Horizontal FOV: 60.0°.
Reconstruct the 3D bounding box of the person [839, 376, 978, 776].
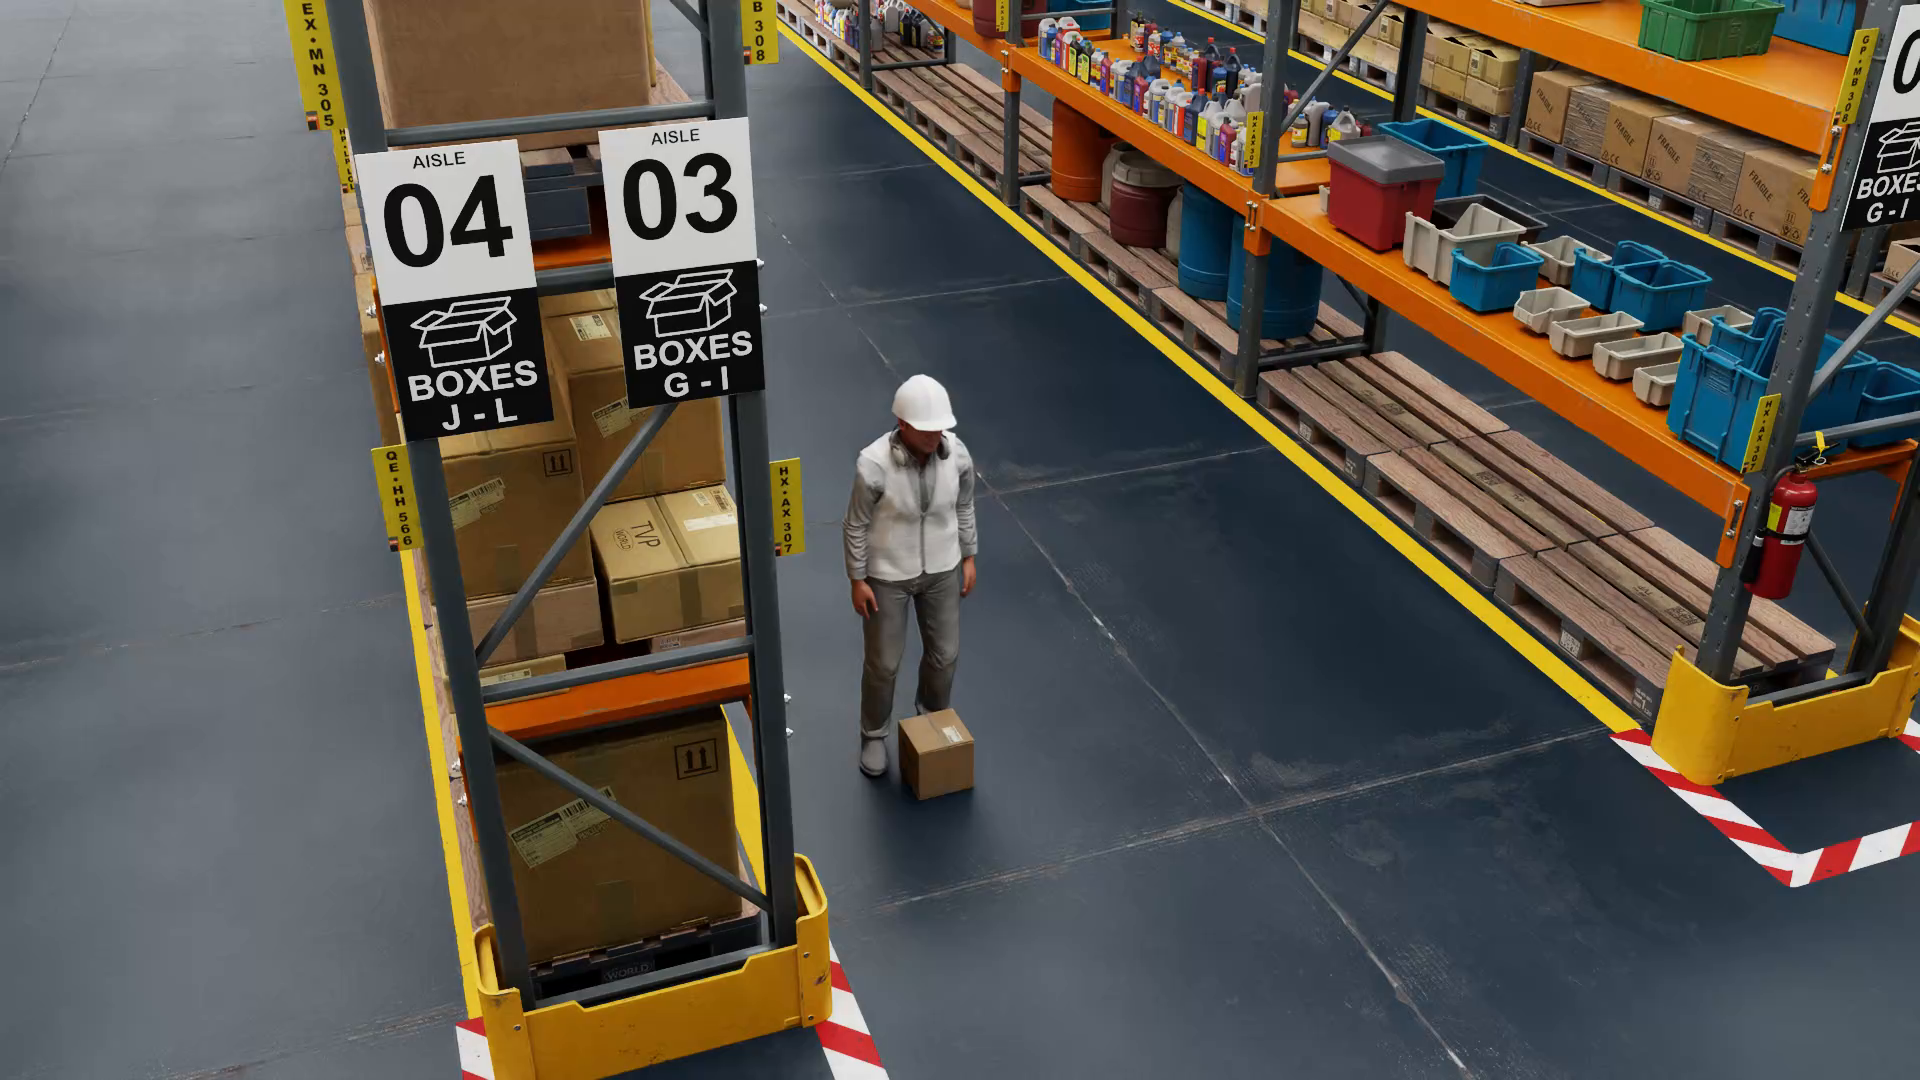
[{"bbox_3d":[-0.202,0.129,6.877,0.580,1.769,0.460,-10,31,-17],"label":"person"}]
